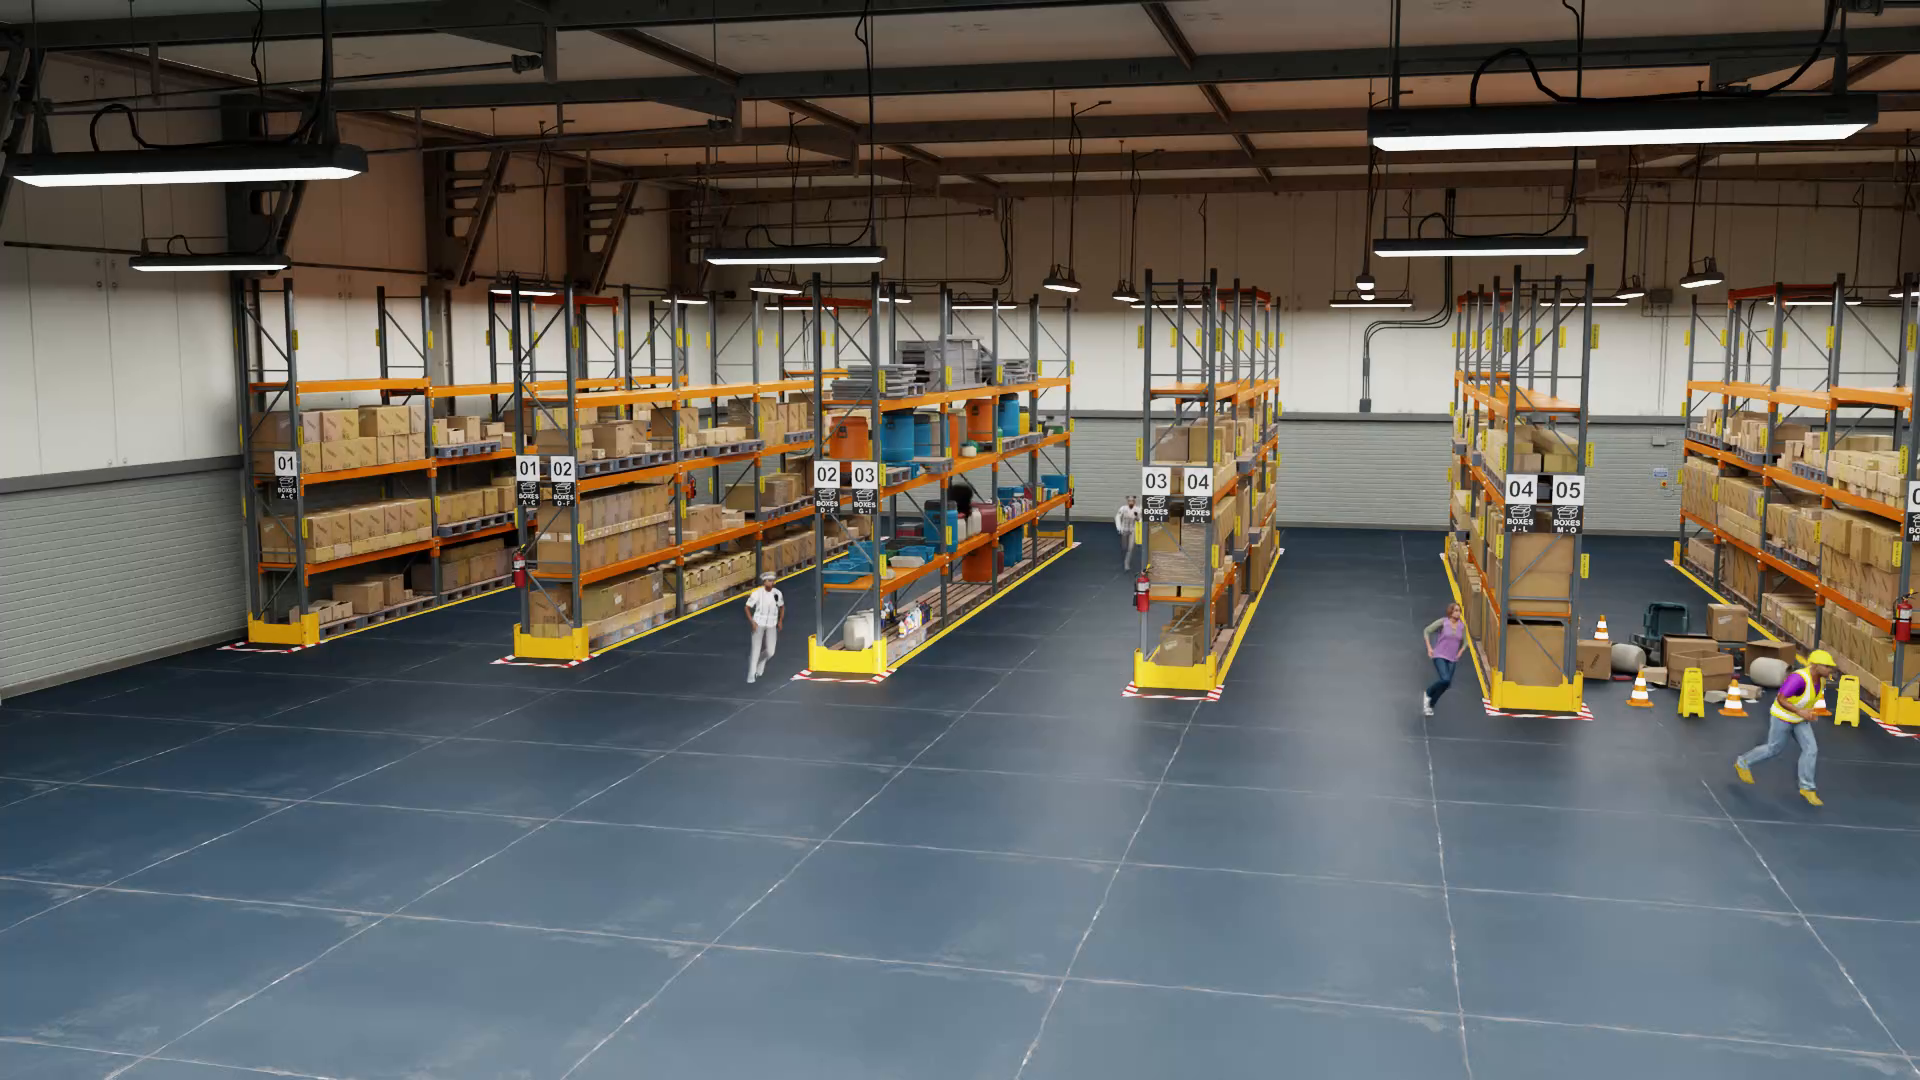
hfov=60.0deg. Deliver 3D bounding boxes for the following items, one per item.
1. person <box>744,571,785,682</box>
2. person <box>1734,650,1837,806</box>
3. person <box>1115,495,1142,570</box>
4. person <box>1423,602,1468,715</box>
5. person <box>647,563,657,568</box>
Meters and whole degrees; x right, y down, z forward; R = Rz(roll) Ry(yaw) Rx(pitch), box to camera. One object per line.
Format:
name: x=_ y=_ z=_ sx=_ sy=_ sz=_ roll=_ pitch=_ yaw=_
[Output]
person: x=-2.849 y=1.271 z=24.500 sx=0.632 sy=1.638 sz=0.482 roll=-2 pitch=7 yaw=-19
person: x=9.072 y=2.003 z=18.292 sx=0.744 sy=1.715 sz=1.057 roll=-5 pitch=9 yaw=-37
person: x=3.755 y=-0.191 z=36.761 sx=0.638 sy=1.666 sz=0.730 roll=1 pitch=7 yaw=11
person: x=6.494 y=1.591 z=22.155 sx=0.551 sy=1.525 sz=0.527 roll=-2 pitch=7 yaw=-13
person: x=-6.260 y=0.162 z=33.877 sx=0.616 sy=1.612 sz=0.599 roll=1 pitch=7 yaw=9
